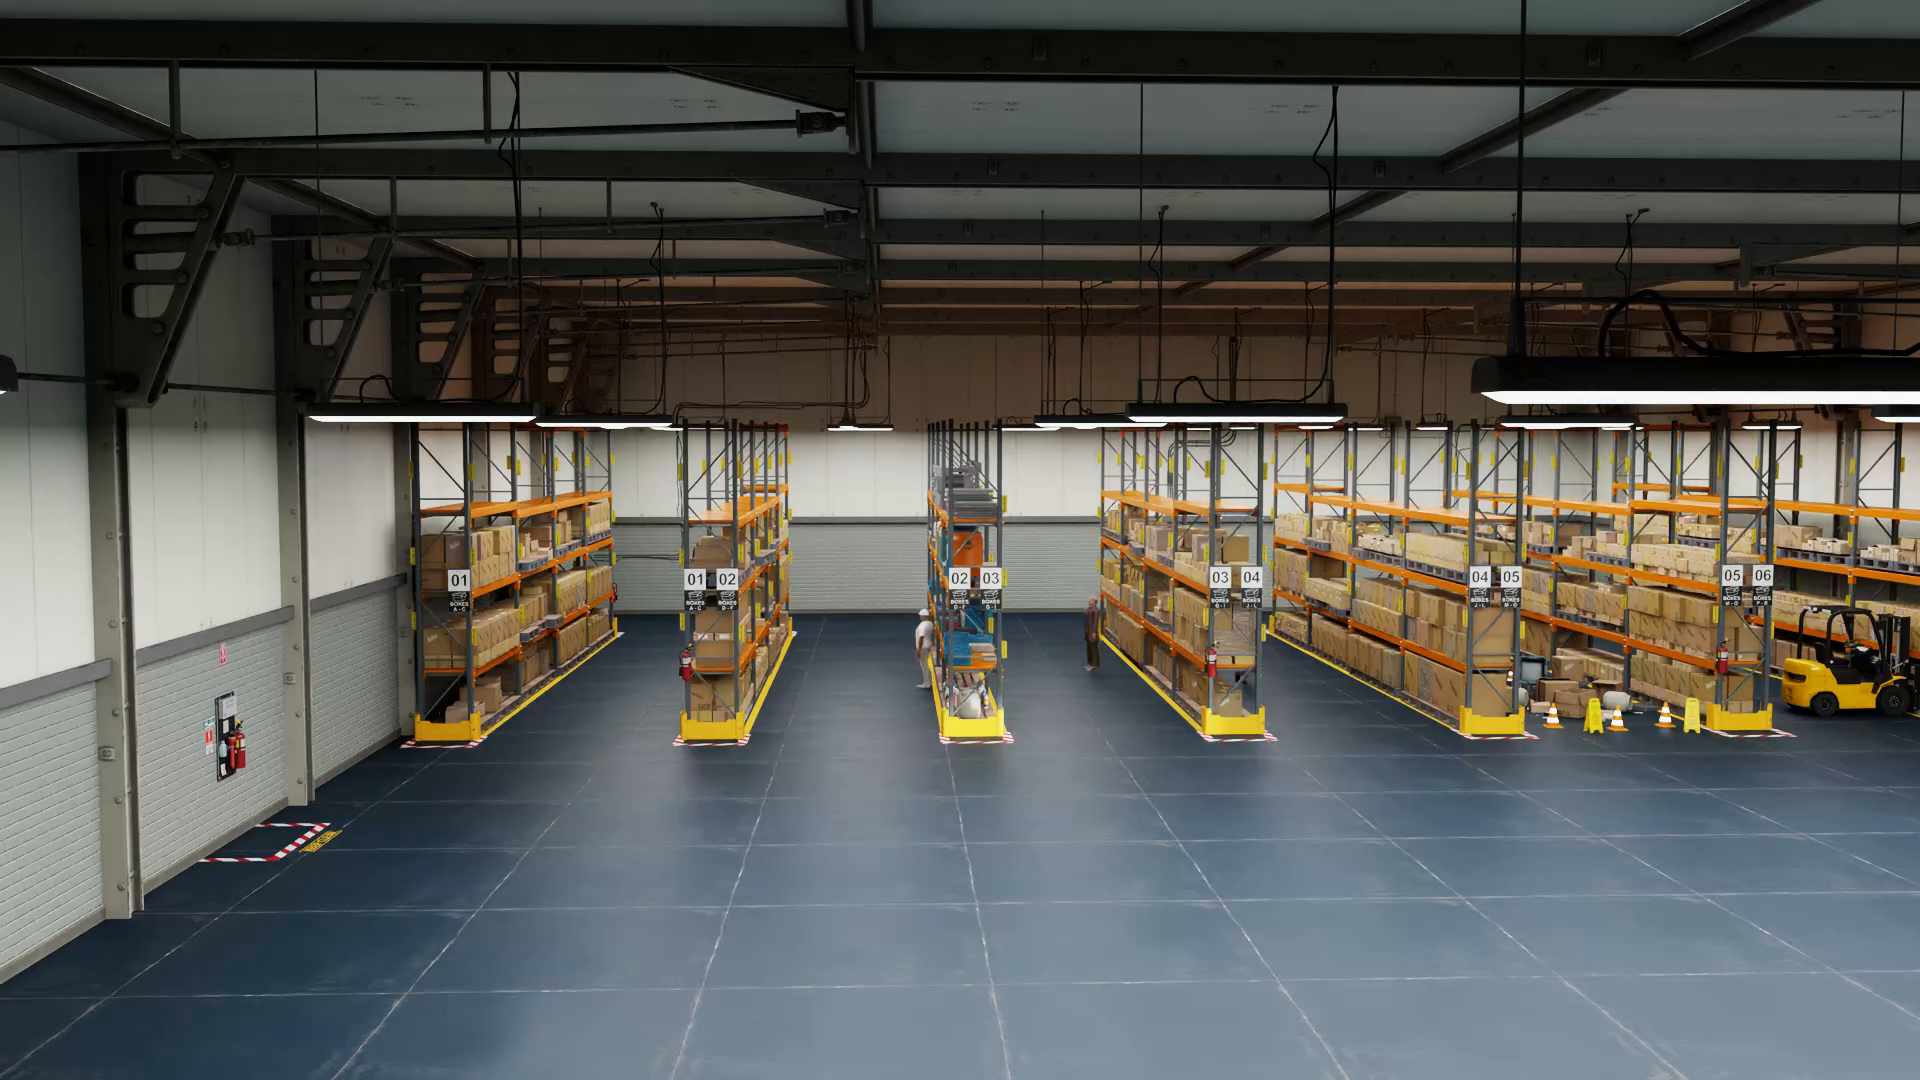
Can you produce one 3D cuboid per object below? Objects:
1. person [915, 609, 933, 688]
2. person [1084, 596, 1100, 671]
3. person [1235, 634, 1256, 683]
[{"bbox_3d":[-0.804,2.453,37.393,0.365,1.804,0.674,1,4,17],"label":"person"},{"bbox_3d":[3.129,2.231,39.944,0.439,1.787,0.596,-1,4,-20],"label":"person"},{"bbox_3d":[6.536,2.423,38.056,0.501,1.739,0.492,2,4,32],"label":"person"}]
